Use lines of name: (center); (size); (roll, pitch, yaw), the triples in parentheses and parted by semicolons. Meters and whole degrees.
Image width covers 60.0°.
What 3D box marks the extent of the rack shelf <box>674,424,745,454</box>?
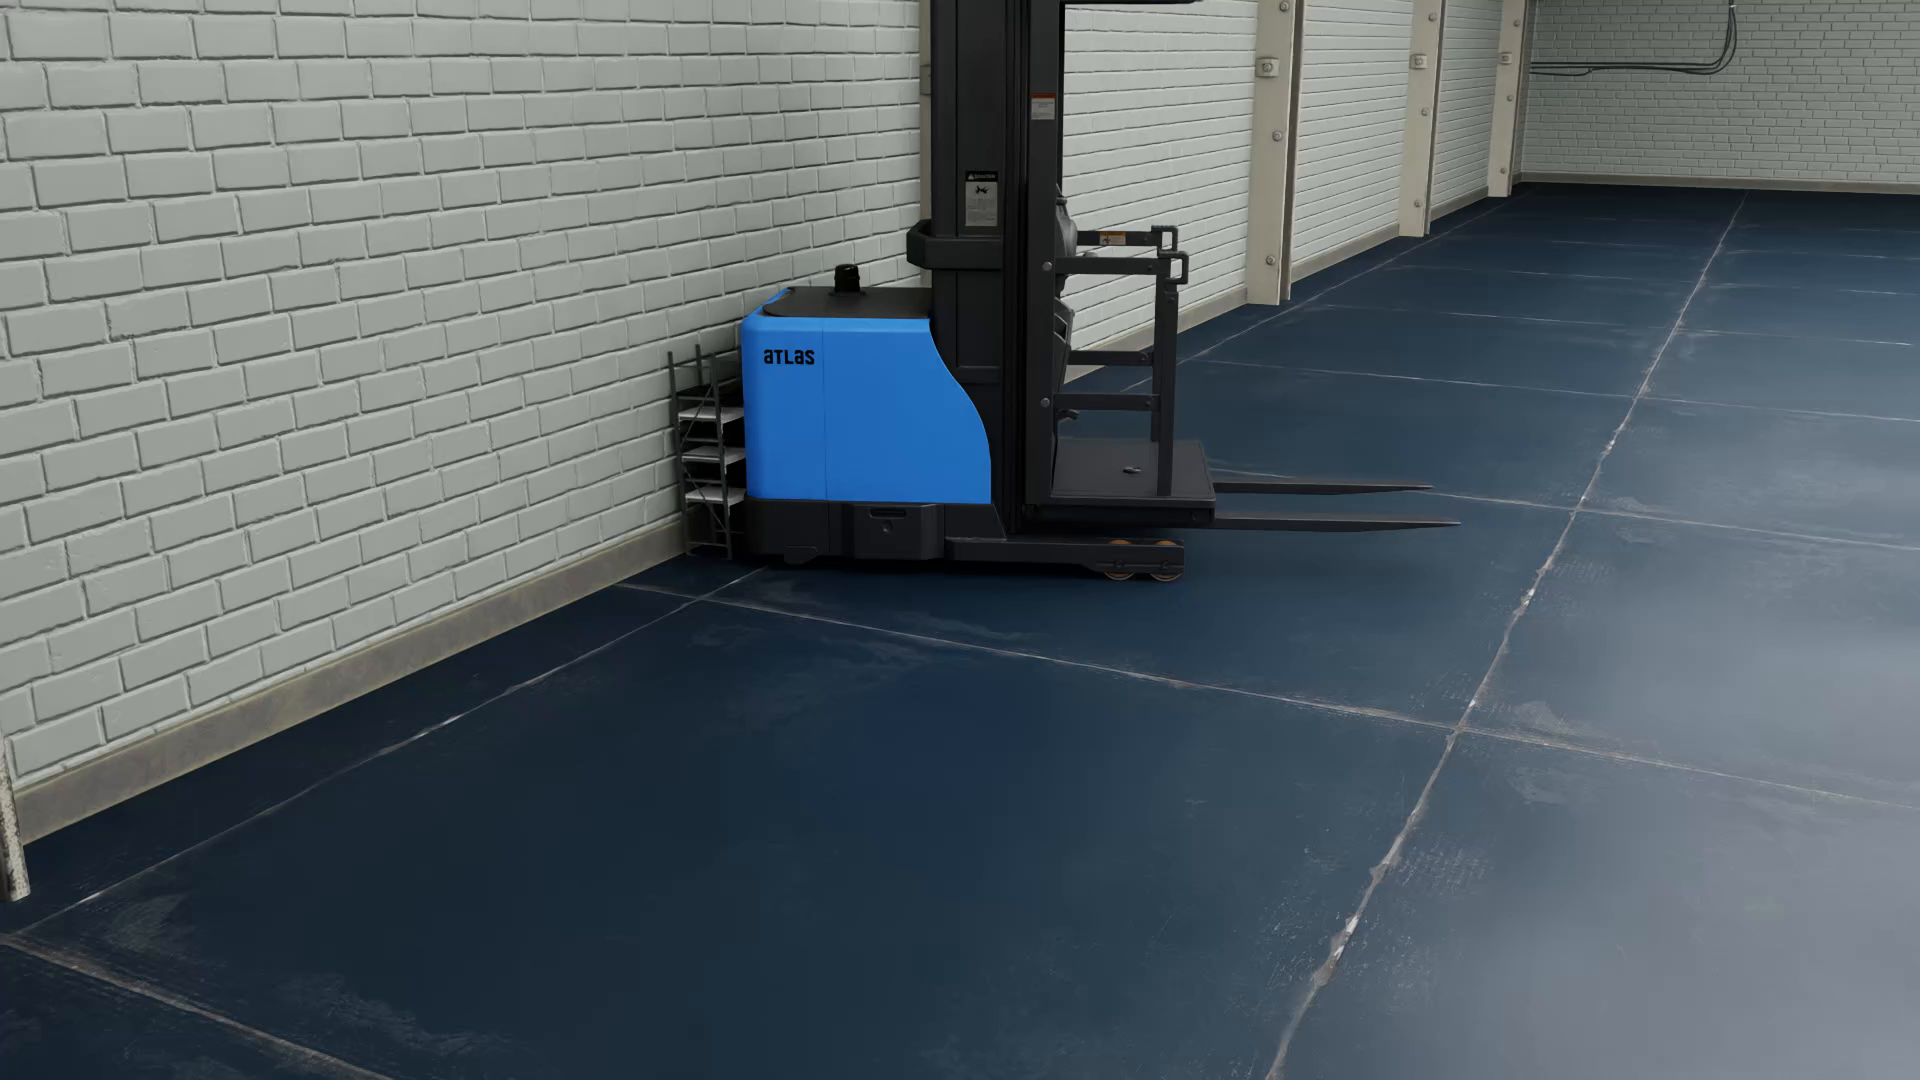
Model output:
rack shelf: (-1.070, -0.437, 7.197); (0.258, 0.077, 0.200); (5, 17, 26)

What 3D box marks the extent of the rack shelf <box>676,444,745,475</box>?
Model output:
rack shelf: (-1.066, -0.350, 7.221); (0.258, 0.077, 0.200); (5, 17, 26)

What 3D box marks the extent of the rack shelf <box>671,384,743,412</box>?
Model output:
rack shelf: (-1.078, -0.611, 7.150); (0.258, 0.077, 0.200); (5, 17, 26)

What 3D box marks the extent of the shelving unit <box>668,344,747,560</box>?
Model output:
shelving unit: (-1.068, -0.382, 7.212); (0.258, 0.900, 0.210); (5, 17, 26)

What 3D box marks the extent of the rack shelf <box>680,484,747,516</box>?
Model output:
rack shelf: (-1.058, -0.177, 7.268); (0.258, 0.077, 0.200); (5, 17, 26)

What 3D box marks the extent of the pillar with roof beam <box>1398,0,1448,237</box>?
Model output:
pillar with roof beam: (9.219, -7.389, 16.597); (9.100, 9.000, 0.400); (8, 18, 25)

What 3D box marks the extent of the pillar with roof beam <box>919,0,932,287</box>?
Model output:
pillar with roof beam: (3.857, -4.332, 6.306); (9.100, 9.000, 0.400); (8, 18, 25)

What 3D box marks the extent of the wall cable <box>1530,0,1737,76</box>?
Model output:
wall cable: (10.548, -8.559, 25.989); (3.097, 2.526, 0.112); (8, 18, 25)

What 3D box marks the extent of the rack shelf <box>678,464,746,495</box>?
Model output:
rack shelf: (-1.062, -0.264, 7.245); (0.258, 0.077, 0.200); (5, 17, 26)

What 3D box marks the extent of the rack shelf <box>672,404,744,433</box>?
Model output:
rack shelf: (-1.074, -0.524, 7.174); (0.258, 0.077, 0.200); (5, 17, 26)

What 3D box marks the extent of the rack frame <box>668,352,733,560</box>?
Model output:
rack frame: (-1.112, -0.356, 7.125); (0.240, 0.900, 0.006); (5, 17, 26)

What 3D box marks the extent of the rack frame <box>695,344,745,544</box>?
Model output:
rack frame: (-1.023, -0.408, 7.300); (0.240, 0.900, 0.006); (5, 17, 26)

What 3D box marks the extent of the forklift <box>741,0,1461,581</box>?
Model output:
forklift: (0.621, -1.390, 7.058); (3.031, 2.935, 1.130); (1, 17, 5)

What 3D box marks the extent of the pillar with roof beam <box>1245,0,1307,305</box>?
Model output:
pillar with roof beam: (6.538, -5.861, 11.451); (9.100, 9.000, 0.400); (8, 18, 25)

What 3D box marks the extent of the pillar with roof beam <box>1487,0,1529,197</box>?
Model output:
pillar with roof beam: (11.900, -8.917, 21.742); (9.100, 9.000, 0.400); (8, 18, 25)
